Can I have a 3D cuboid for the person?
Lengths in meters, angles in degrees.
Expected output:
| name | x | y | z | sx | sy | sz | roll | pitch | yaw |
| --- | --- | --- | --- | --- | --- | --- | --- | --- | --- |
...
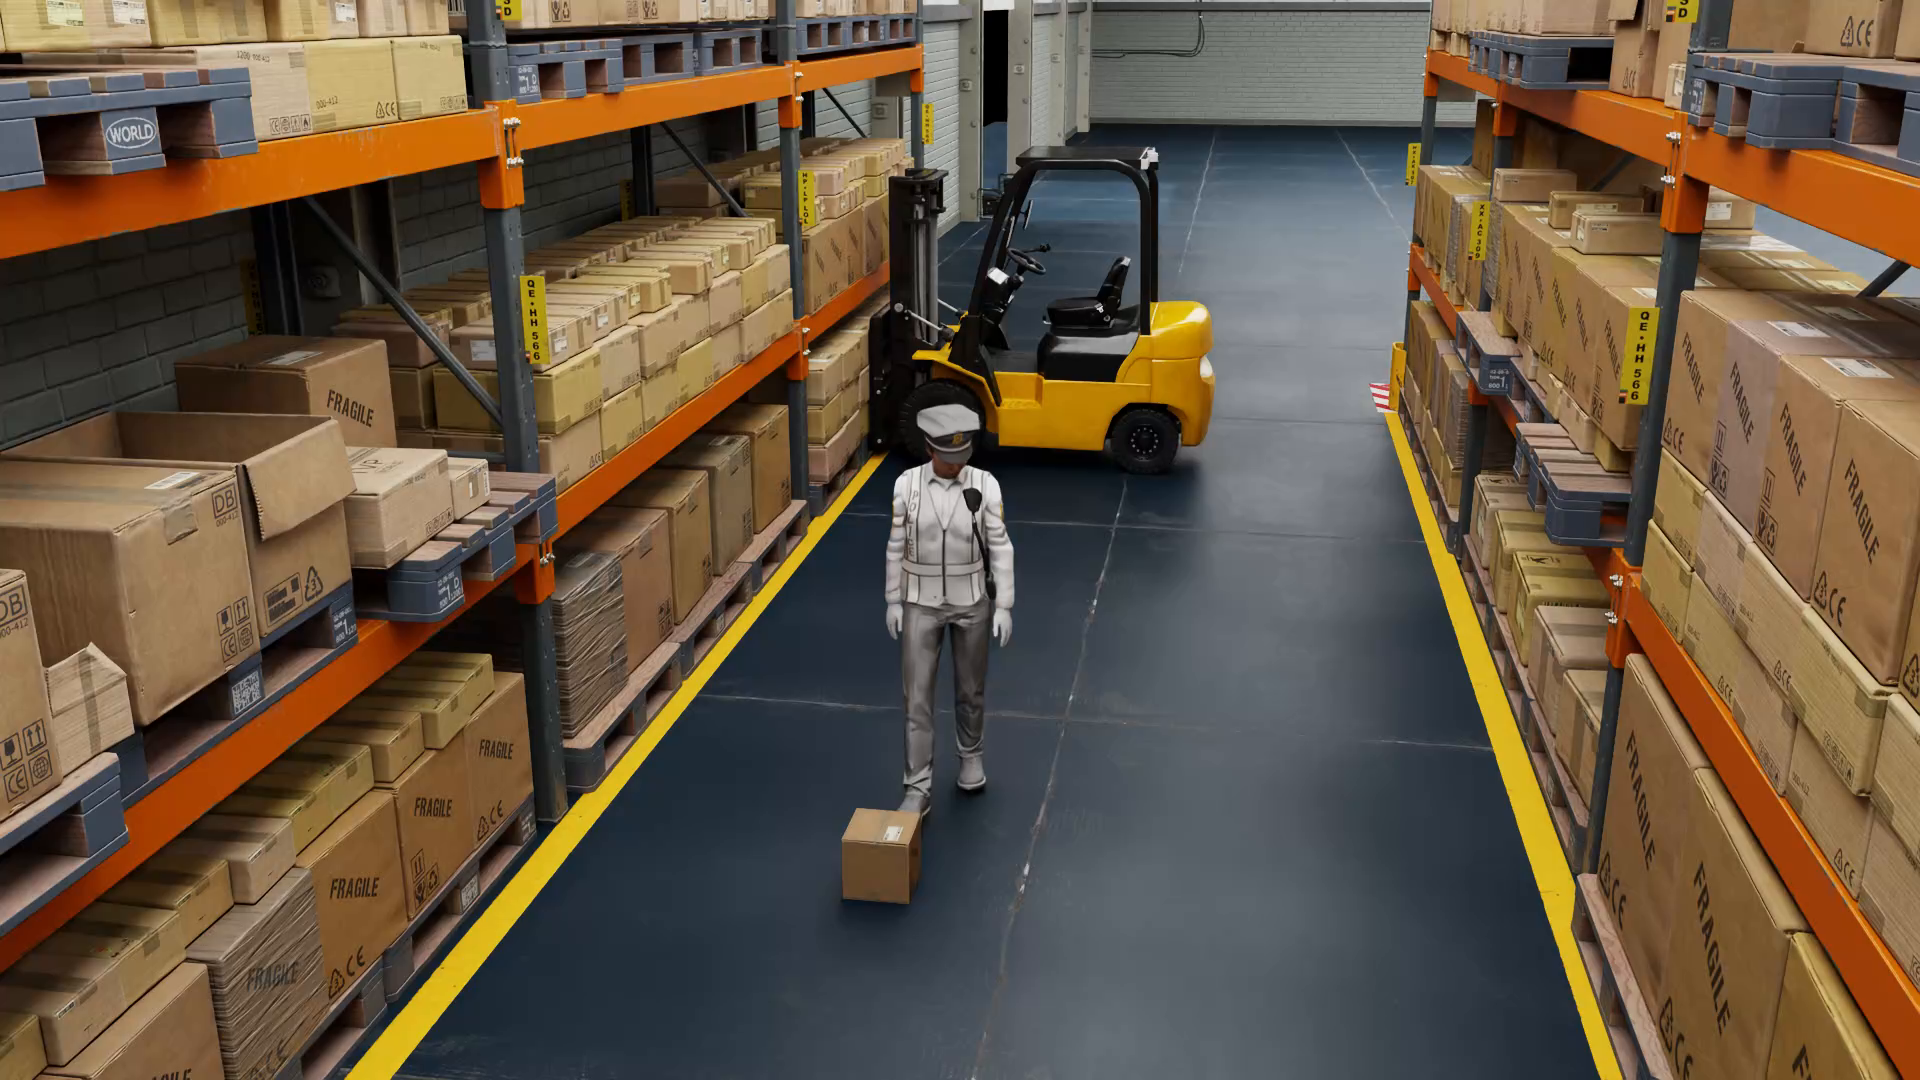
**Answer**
| name | x | y | z | sx | sy | sz | roll | pitch | yaw |
| --- | --- | --- | --- | --- | --- | --- | --- | --- | --- |
| person | -0.047 | 0.295 | 6.601 | 0.524 | 1.645 | 0.719 | 1 | 18 | 2 |
